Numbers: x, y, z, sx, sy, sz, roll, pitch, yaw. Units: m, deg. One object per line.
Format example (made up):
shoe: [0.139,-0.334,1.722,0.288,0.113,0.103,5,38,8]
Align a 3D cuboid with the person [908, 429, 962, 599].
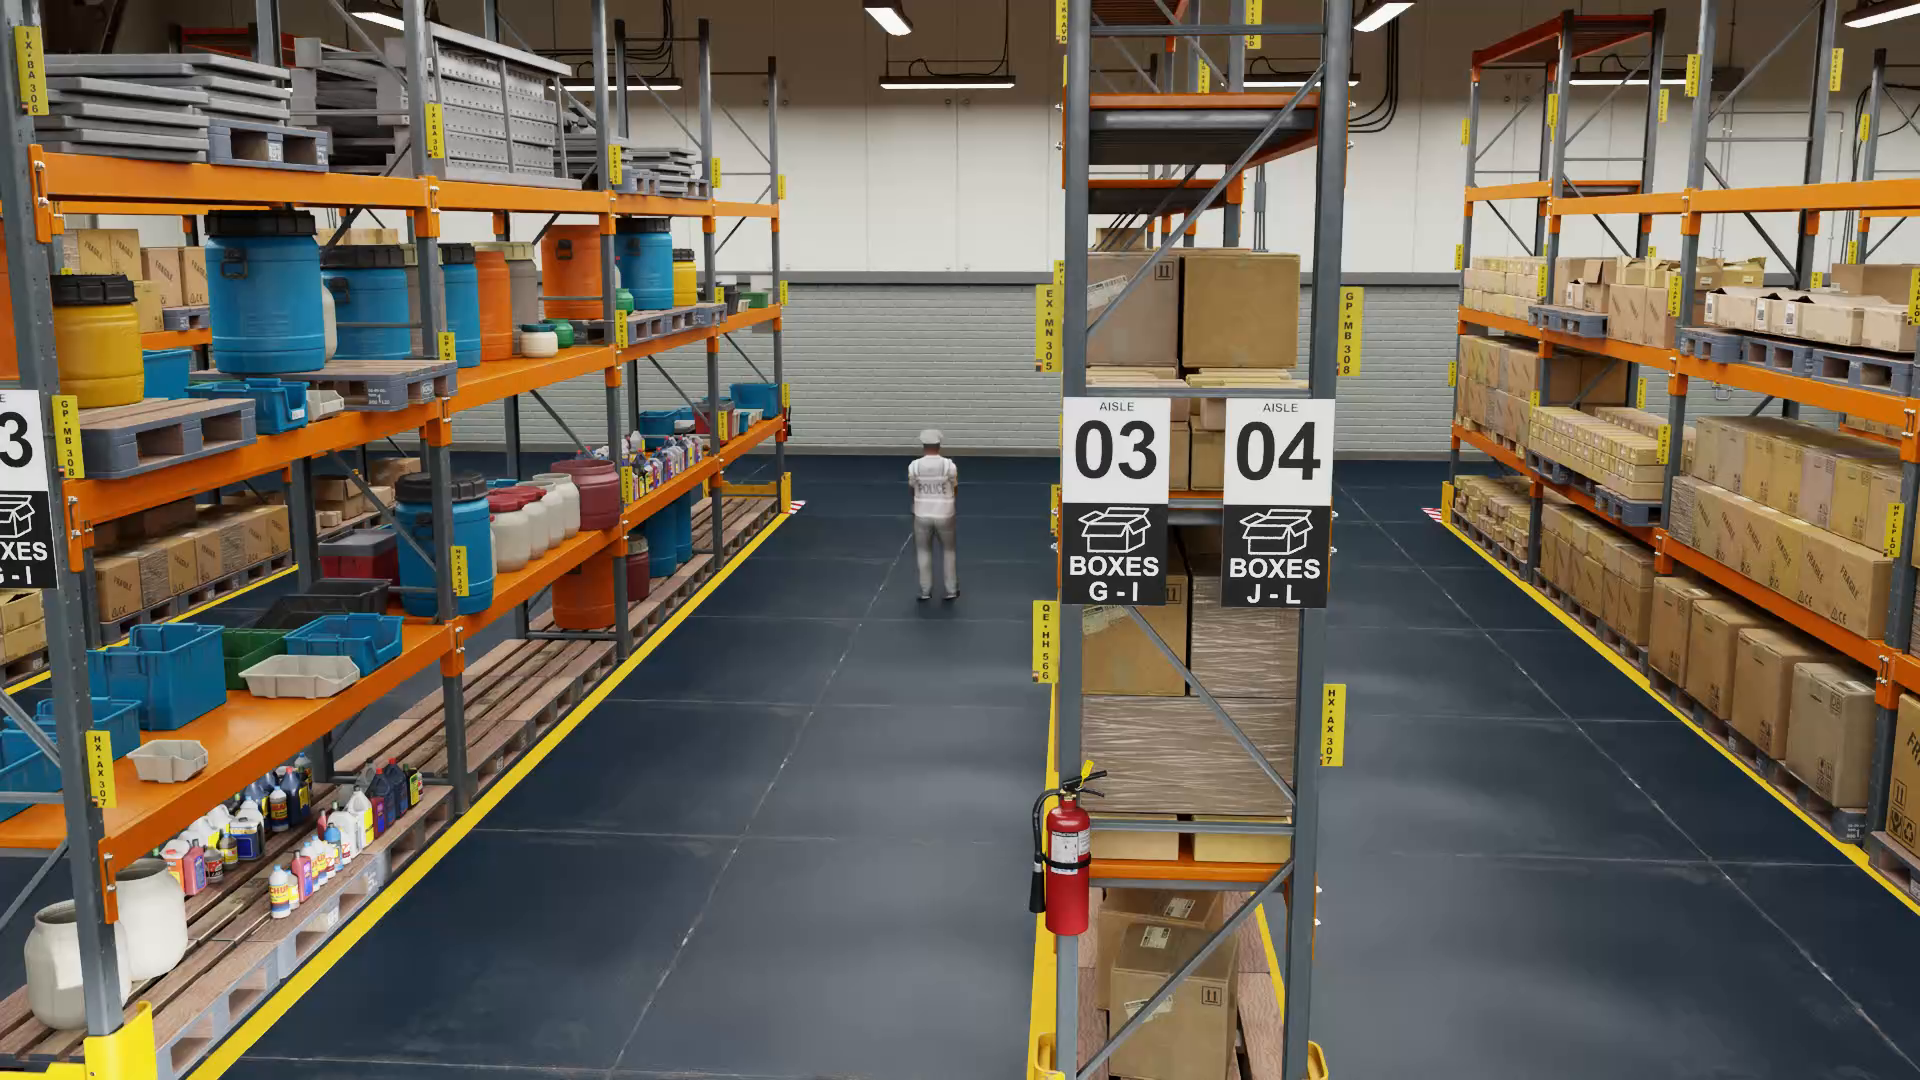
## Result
person: [-0.260,-0.276,17.283,0.537,1.782,0.538,1,11,4]
